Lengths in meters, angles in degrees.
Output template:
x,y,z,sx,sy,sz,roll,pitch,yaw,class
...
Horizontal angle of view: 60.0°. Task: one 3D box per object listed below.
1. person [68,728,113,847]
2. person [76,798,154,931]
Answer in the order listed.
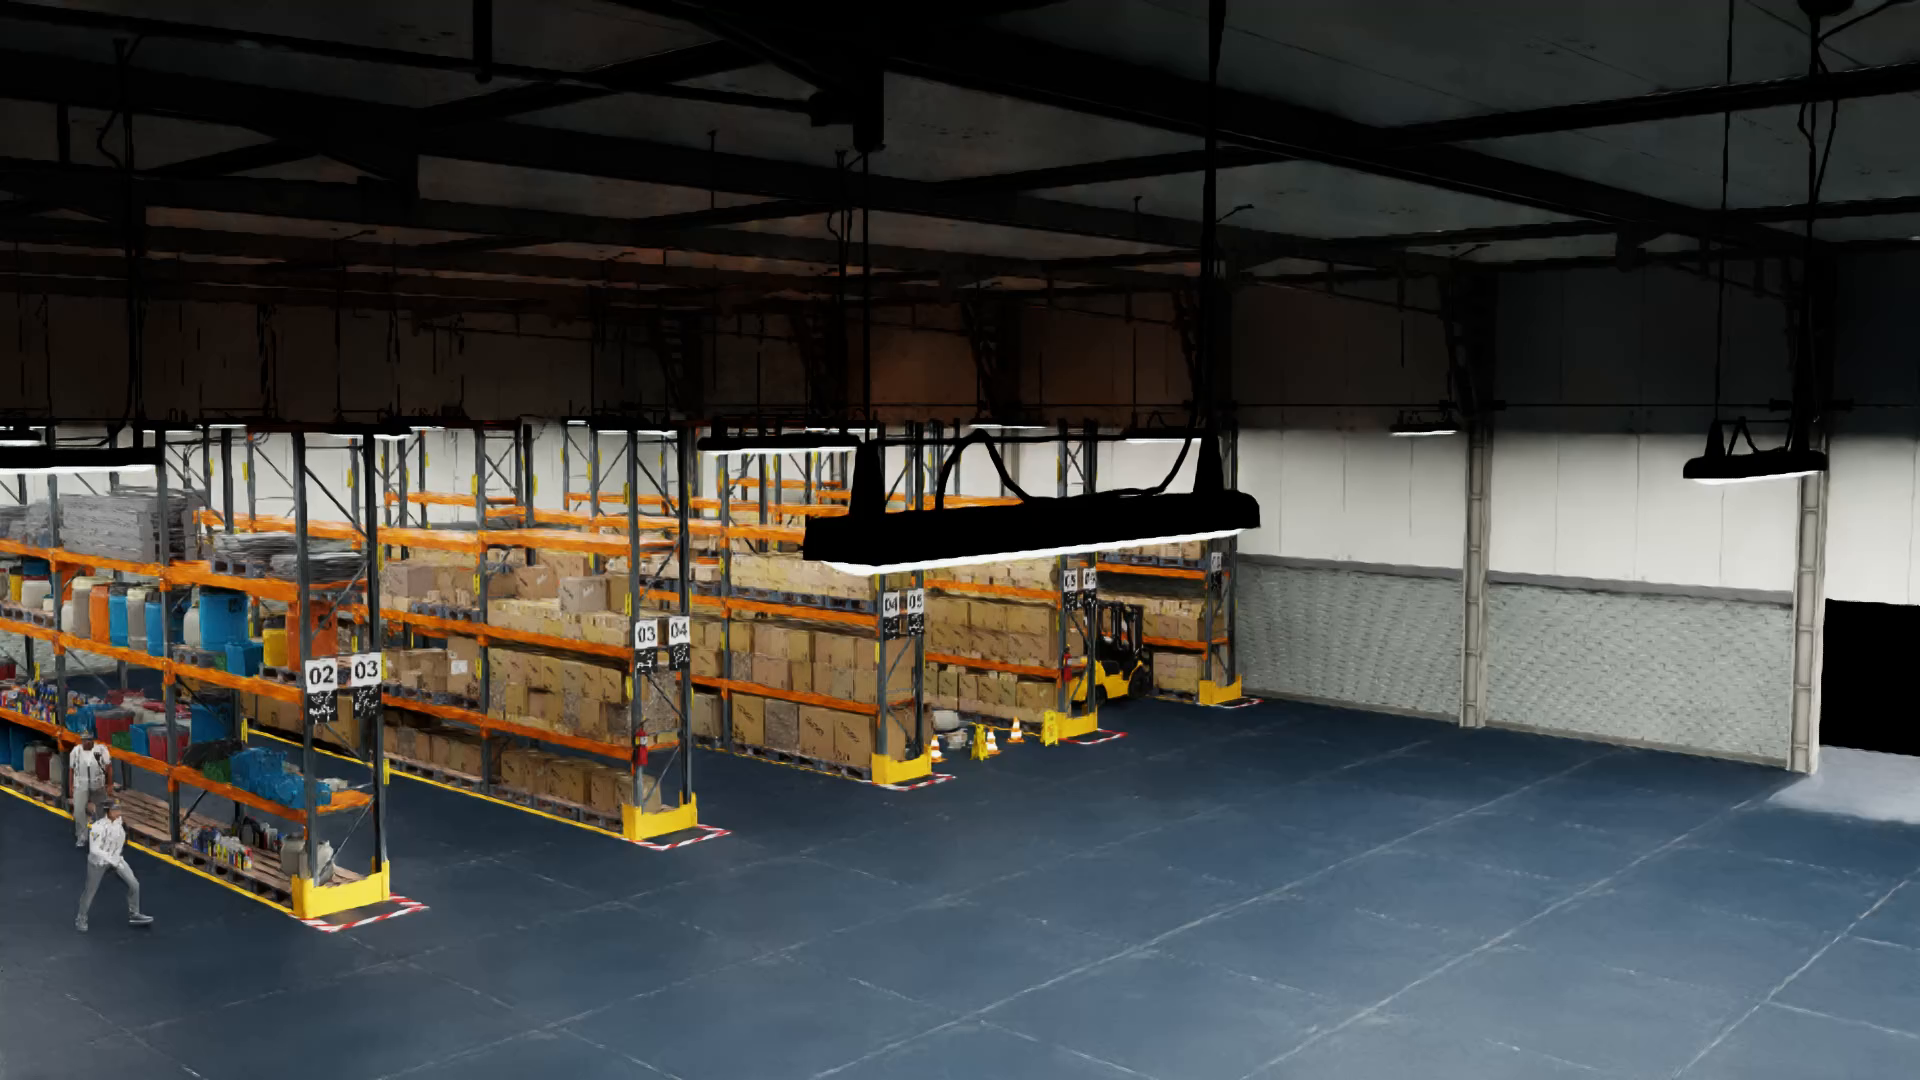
x,y,z,sx,sy,sz,roll,pitch,yaw,class
-12.544,3.521,24.004,0.585,1.692,0.977,-2,5,-27,person
-10.278,3.883,20.057,0.783,1.610,0.644,2,5,23,person
